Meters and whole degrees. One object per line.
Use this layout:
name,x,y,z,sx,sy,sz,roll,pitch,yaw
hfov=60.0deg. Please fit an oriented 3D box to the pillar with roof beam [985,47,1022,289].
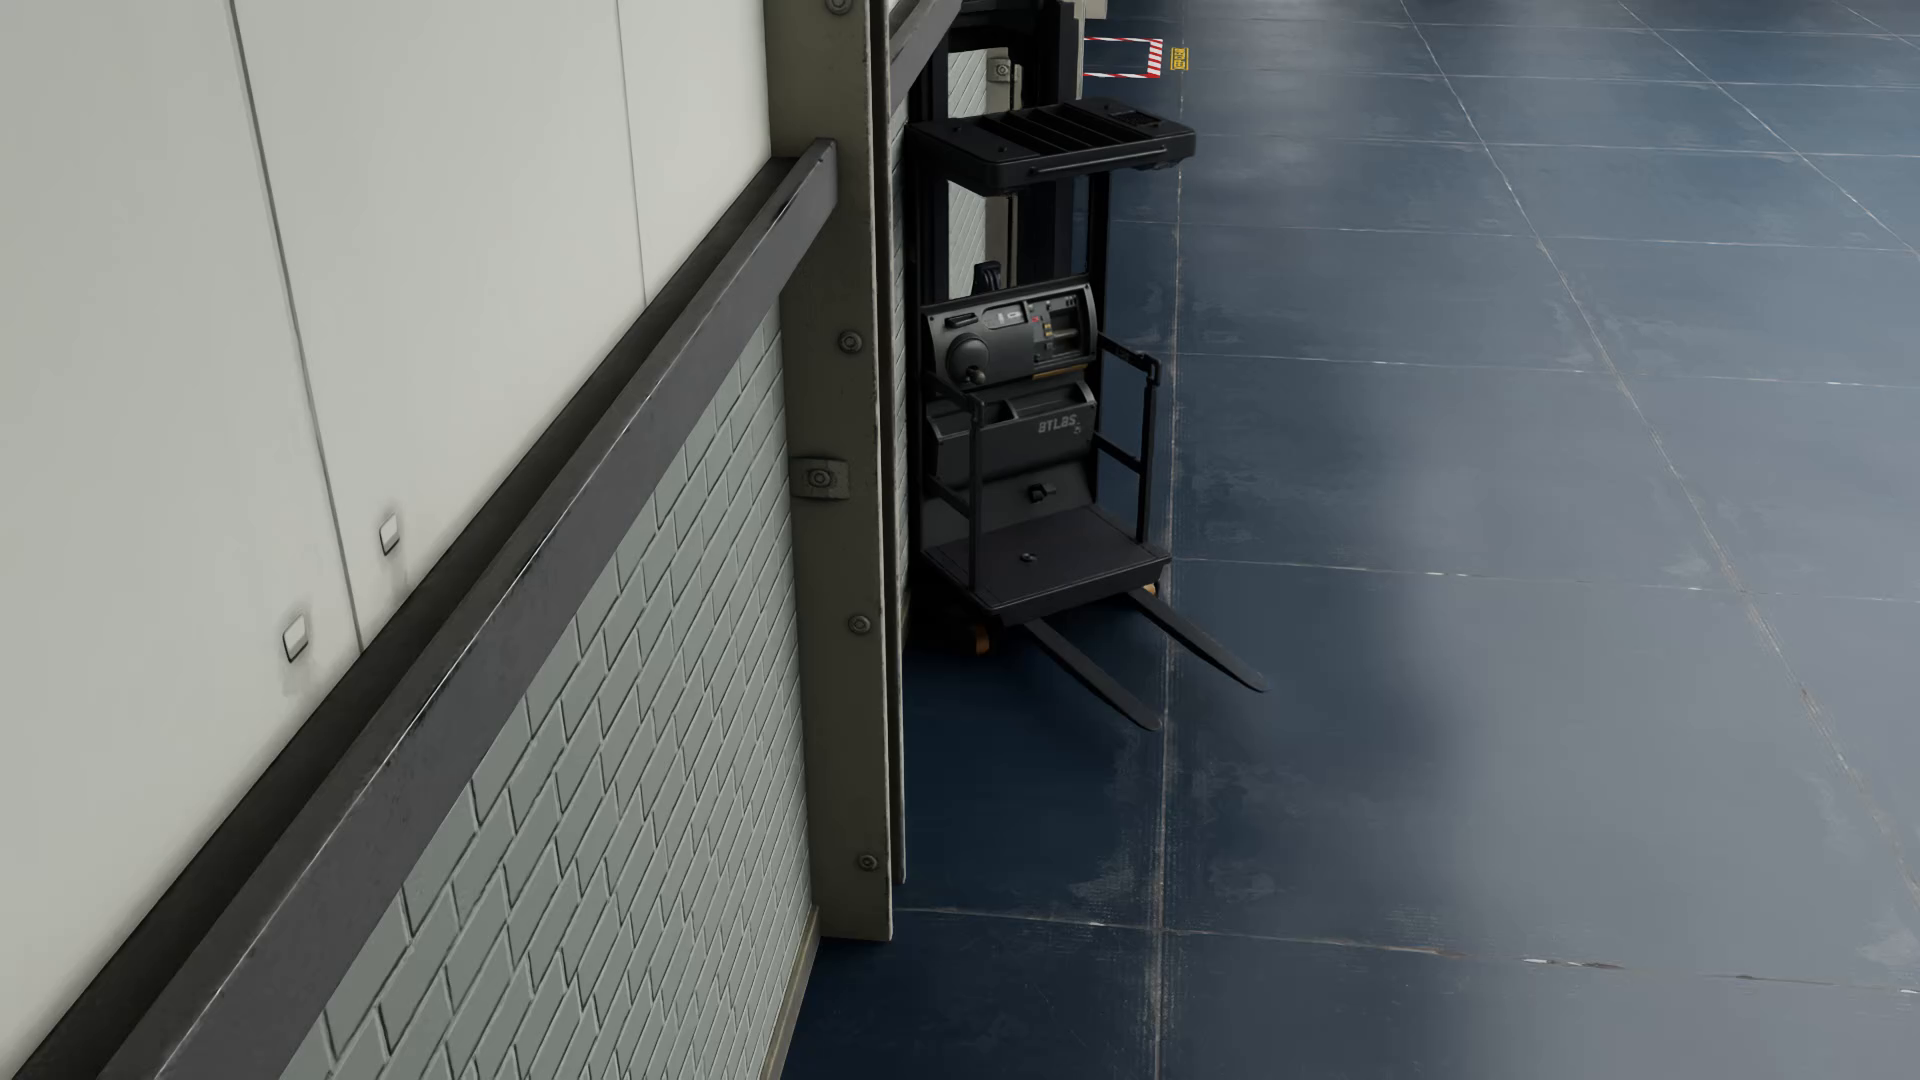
pillar with roof beam,4.612,-5.095,9.219,9.100,9.000,0.400,3,28,6

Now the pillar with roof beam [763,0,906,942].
pillar with roof beam,3.876,-2.271,3.977,9.100,9.000,0.400,3,28,6

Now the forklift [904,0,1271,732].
forklift,0.368,-0.964,7.949,1.130,2.935,3.031,-15,32,-26

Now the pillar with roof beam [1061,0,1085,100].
pillar with roof beam,5.347,-7.919,14.462,9.100,9.000,0.400,3,28,6

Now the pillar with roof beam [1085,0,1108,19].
pillar with roof beam,6.082,-10.744,19.704,9.100,9.000,0.400,3,28,6
